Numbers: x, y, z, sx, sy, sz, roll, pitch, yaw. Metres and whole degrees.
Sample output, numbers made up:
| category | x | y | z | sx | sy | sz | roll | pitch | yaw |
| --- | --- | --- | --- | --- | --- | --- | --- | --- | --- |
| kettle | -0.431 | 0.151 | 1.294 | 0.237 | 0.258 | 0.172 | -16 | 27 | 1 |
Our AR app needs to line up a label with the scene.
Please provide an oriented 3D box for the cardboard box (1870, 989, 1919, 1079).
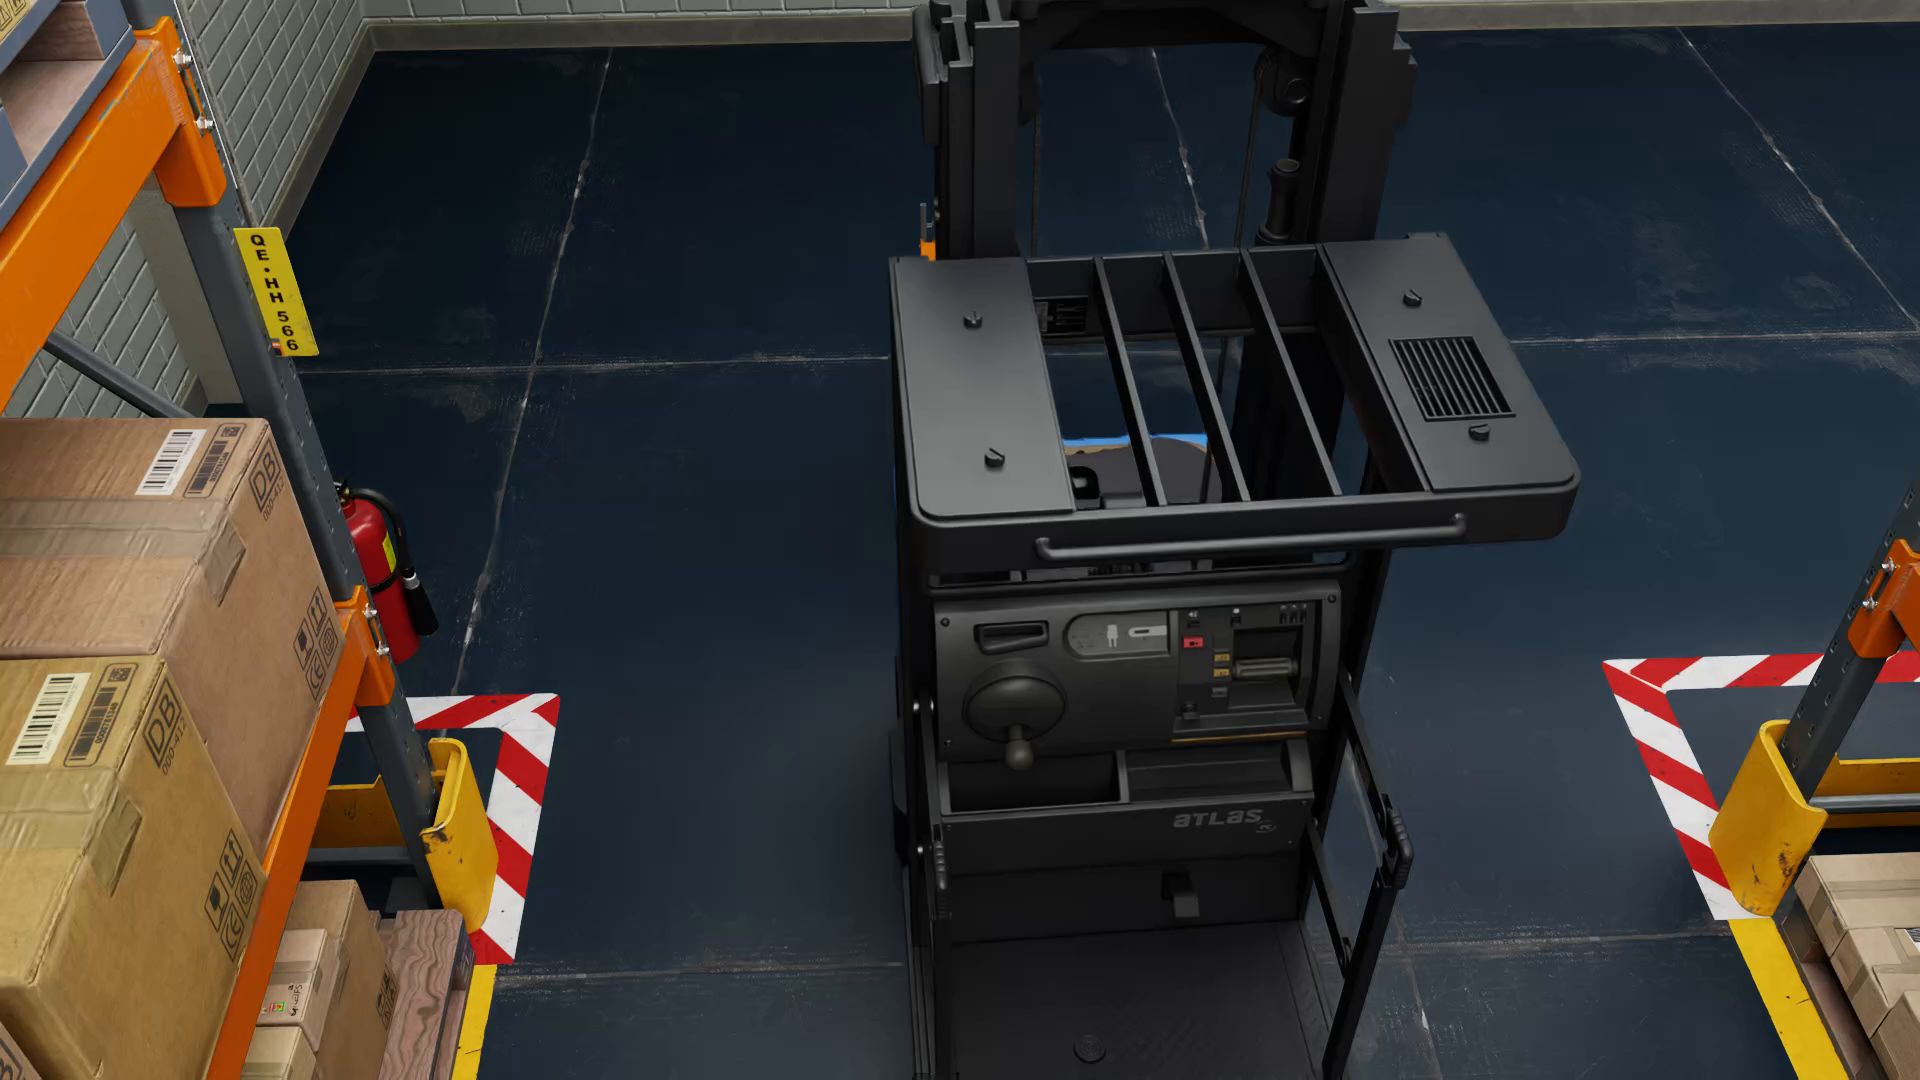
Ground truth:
| category | x | y | z | sx | sy | sz | roll | pitch | yaw |
| --- | --- | --- | --- | --- | --- | --- | --- | --- | --- |
| cardboard box | 2.697 | 1.411 | 4.200 | 0.500 | 0.250 | 0.500 | -2 | 43 | -2 |

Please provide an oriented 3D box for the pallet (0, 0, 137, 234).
| category | x | y | z | sx | sy | sz | roll | pitch | yaw |
| --- | --- | --- | --- | --- | --- | --- | --- | --- | --- |
| pallet | -1.971 | -0.581 | 2.510 | 1.003 | 0.211 | 1.213 | -2 | 43 | -2 |

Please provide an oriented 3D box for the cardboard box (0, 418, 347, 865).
| category | x | y | z | sx | sy | sz | roll | pitch | yaw |
| --- | --- | --- | --- | --- | --- | --- | --- | --- | --- |
| cardboard box | -1.982 | 0.225 | 3.563 | 0.980 | 0.700 | 0.700 | 0 | 43 | 0 |

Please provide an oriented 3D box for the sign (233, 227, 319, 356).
| category | x | y | z | sx | sy | sz | roll | pitch | yaw |
| --- | --- | --- | --- | --- | --- | --- | --- | --- | --- |
| sign | -1.471 | -0.529 | 3.575 | 0.100 | 0.325 | 0.005 | -2 | 43 | -2 |

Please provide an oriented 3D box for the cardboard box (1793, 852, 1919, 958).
| category | x | y | z | sx | sy | sz | roll | pitch | yaw |
| --- | --- | --- | --- | --- | --- | --- | --- | --- | --- |
| cardboard box | 2.610 | 1.028 | 4.693 | 0.380 | 0.149 | 0.250 | -2 | 43 | -2 |

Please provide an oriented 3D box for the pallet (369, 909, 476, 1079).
| category | x | y | z | sx | sy | sz | roll | pitch | yaw |
| --- | --- | --- | --- | --- | --- | --- | --- | --- | --- |
| pallet | -1.901 | 1.557 | 4.396 | 1.003 | 0.211 | 1.213 | -2 | 43 | -2 |

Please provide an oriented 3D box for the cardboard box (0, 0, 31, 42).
| category | x | y | z | sx | sy | sz | roll | pitch | yaw |
| --- | --- | --- | --- | --- | --- | --- | --- | --- | --- |
| cardboard box | -1.717 | -0.764 | 2.370 | 0.500 | 0.250 | 0.500 | 0 | 43 | 0 |

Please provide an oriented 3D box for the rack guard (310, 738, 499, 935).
| category | x | y | z | sx | sy | sz | roll | pitch | yaw |
| --- | --- | --- | --- | --- | --- | --- | --- | --- | --- |
| rack guard | -2.014 | 0.896 | 4.902 | 1.175 | 0.500 | 0.348 | -2 | 43 | -2 |

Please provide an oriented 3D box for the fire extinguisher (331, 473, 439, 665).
| category | x | y | z | sx | sy | sz | roll | pitch | yaw |
| --- | --- | --- | --- | --- | --- | --- | --- | --- | --- |
| fire extinguisher | -1.559 | 0.042 | 4.317 | 0.296 | 0.674 | 0.183 | -2 | 43 | -2 |

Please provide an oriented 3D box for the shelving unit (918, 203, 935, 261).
| category | x | y | z | sx | sy | sz | roll | pitch | yaw |
| --- | --- | --- | --- | --- | --- | --- | --- | --- | --- |
| shelving unit | -0.007 | -0.554 | 5.966 | 0.258 | 1.200 | 0.503 | -2 | 43 | -2 |

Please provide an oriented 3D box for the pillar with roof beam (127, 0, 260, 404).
| category | x | y | z | sx | sy | sz | roll | pitch | yaw |
| --- | --- | --- | --- | --- | --- | --- | --- | --- | --- |
| pillar with roof beam | 1.309 | -4.142 | 4.109 | 9.100 | 9.000 | 0.400 | -2 | 43 | -2 |

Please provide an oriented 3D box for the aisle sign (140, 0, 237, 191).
| category | x | y | z | sx | sy | sz | roll | pitch | yaw |
| --- | --- | --- | --- | --- | --- | --- | --- | --- | --- |
| aisle sign | -1.717 | -1.024 | 3.224 | 0.394 | 0.787 | 0.004 | -2 | 43 | -2 |

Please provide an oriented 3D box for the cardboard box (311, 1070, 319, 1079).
| category | x | y | z | sx | sy | sz | roll | pitch | yaw |
| --- | --- | --- | --- | --- | --- | --- | --- | --- | --- |
| cardboard box | -1.862 | 1.565 | 3.862 | 0.700 | 0.500 | 0.500 | -2 | 43 | -2 |

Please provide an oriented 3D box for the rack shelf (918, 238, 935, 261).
| category | x | y | z | sx | sy | sz | roll | pitch | yaw |
| --- | --- | --- | --- | --- | --- | --- | --- | --- | --- |
| rack shelf | -0.007 | -0.844 | 5.701 | 0.258 | 0.148 | 0.480 | -2 | 43 | -2 |

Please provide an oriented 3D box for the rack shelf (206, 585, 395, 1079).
| category | x | y | z | sx | sy | sz | roll | pitch | yaw |
| --- | --- | --- | --- | --- | --- | --- | --- | --- | --- |
| rack shelf | -1.928 | 1.607 | 2.810 | 1.077 | 0.370 | 4.000 | -2 | 43 | -2 |

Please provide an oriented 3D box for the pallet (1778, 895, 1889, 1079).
| category | x | y | z | sx | sy | sz | roll | pitch | yaw |
| --- | --- | --- | --- | --- | --- | --- | --- | --- | --- |
| pallet | 2.974 | 1.464 | 4.497 | 1.003 | 0.211 | 1.213 | -2 | 43 | -2 |

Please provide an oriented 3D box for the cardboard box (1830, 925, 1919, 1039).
| category | x | y | z | sx | sy | sz | roll | pitch | yaw |
| --- | --- | --- | --- | --- | --- | --- | --- | --- | --- |
| cardboard box | 2.621 | 1.190 | 4.503 | 0.380 | 0.166 | 0.250 | -2 | 43 | -2 |

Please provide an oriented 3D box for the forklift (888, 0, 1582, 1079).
| category | x | y | z | sx | sy | sz | roll | pitch | yaw |
| --- | --- | --- | --- | --- | --- | --- | --- | --- | --- |
| forklift | 0.428 | 0.395 | 3.650 | 1.130 | 2.935 | 3.031 | -3 | 43 | -4 |

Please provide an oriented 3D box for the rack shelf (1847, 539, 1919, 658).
| category | x | y | z | sx | sy | sz | roll | pitch | yaw |
| --- | --- | --- | --- | --- | --- | --- | --- | --- | --- |
| rack shelf | 3.021 | 1.462 | 2.968 | 1.077 | 0.370 | 4.000 | -2 | 43 | -2 |

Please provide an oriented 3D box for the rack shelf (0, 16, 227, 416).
| category | x | y | z | sx | sy | sz | roll | pitch | yaw |
| --- | --- | --- | --- | --- | --- | --- | --- | --- | --- |
| rack shelf | -1.928 | 0.501 | 1.796 | 1.077 | 0.370 | 4.000 | -2 | 43 | -2 |

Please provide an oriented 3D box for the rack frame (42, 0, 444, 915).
| category | x | y | z | sx | sy | sz | roll | pitch | yaw |
| --- | --- | --- | --- | --- | --- | --- | --- | --- | --- |
| rack frame | -2.013 | -0.009 | 4.040 | 1.000 | 3.000 | 0.127 | -2 | 43 | -2 |

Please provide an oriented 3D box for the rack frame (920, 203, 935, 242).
| category | x | y | z | sx | sy | sz | roll | pitch | yaw |
| --- | --- | --- | --- | --- | --- | --- | --- | --- | --- |
| rack frame | -0.017 | -0.719 | 6.146 | 0.240 | 1.200 | 0.015 | -2 | 43 | -2 |

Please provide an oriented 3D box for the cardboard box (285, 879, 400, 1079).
| category | x | y | z | sx | sy | sz | roll | pitch | yaw |
| --- | --- | --- | --- | --- | --- | --- | --- | --- | --- |
| cardboard box | -1.884 | 1.228 | 4.230 | 0.700 | 0.500 | 0.500 | -2 | 43 | -2 |

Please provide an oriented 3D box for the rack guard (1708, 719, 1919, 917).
| category | x | y | z | sx | sy | sz | roll | pitch | yaw |
| --- | --- | --- | --- | --- | --- | --- | --- | --- | --- |
| rack guard | 2.939 | 0.819 | 4.986 | 1.175 | 0.500 | 0.348 | -2 | 43 | -2 |

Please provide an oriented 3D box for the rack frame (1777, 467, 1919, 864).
| category | x | y | z | sx | sy | sz | roll | pitch | yaw |
| --- | --- | --- | --- | --- | --- | --- | --- | --- | --- |
| rack frame | 2.936 | -0.154 | 4.198 | 1.000 | 3.000 | 0.127 | -2 | 43 | -2 |

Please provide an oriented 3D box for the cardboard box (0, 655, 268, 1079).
| category | x | y | z | sx | sy | sz | roll | pitch | yaw |
| --- | --- | --- | --- | --- | --- | --- | --- | --- | --- |
| cardboard box | -1.940 | 0.715 | 3.028 | 0.980 | 0.700 | 0.700 | -2 | 43 | -2 |

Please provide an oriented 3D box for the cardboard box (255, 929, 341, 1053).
| category | x | y | z | sx | sy | sz | roll | pitch | yaw |
| --- | --- | --- | --- | --- | --- | --- | --- | --- | --- |
| cardboard box | -1.696 | 1.070 | 3.922 | 0.380 | 0.149 | 0.250 | -2 | 43 | -2 |

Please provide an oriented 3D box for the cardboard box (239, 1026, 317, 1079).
| category | x | y | z | sx | sy | sz | roll | pitch | yaw |
| --- | --- | --- | --- | --- | --- | --- | --- | --- | --- |
| cardboard box | -1.685 | 1.242 | 3.734 | 0.380 | 0.149 | 0.250 | -1 | 43 | -1 |
